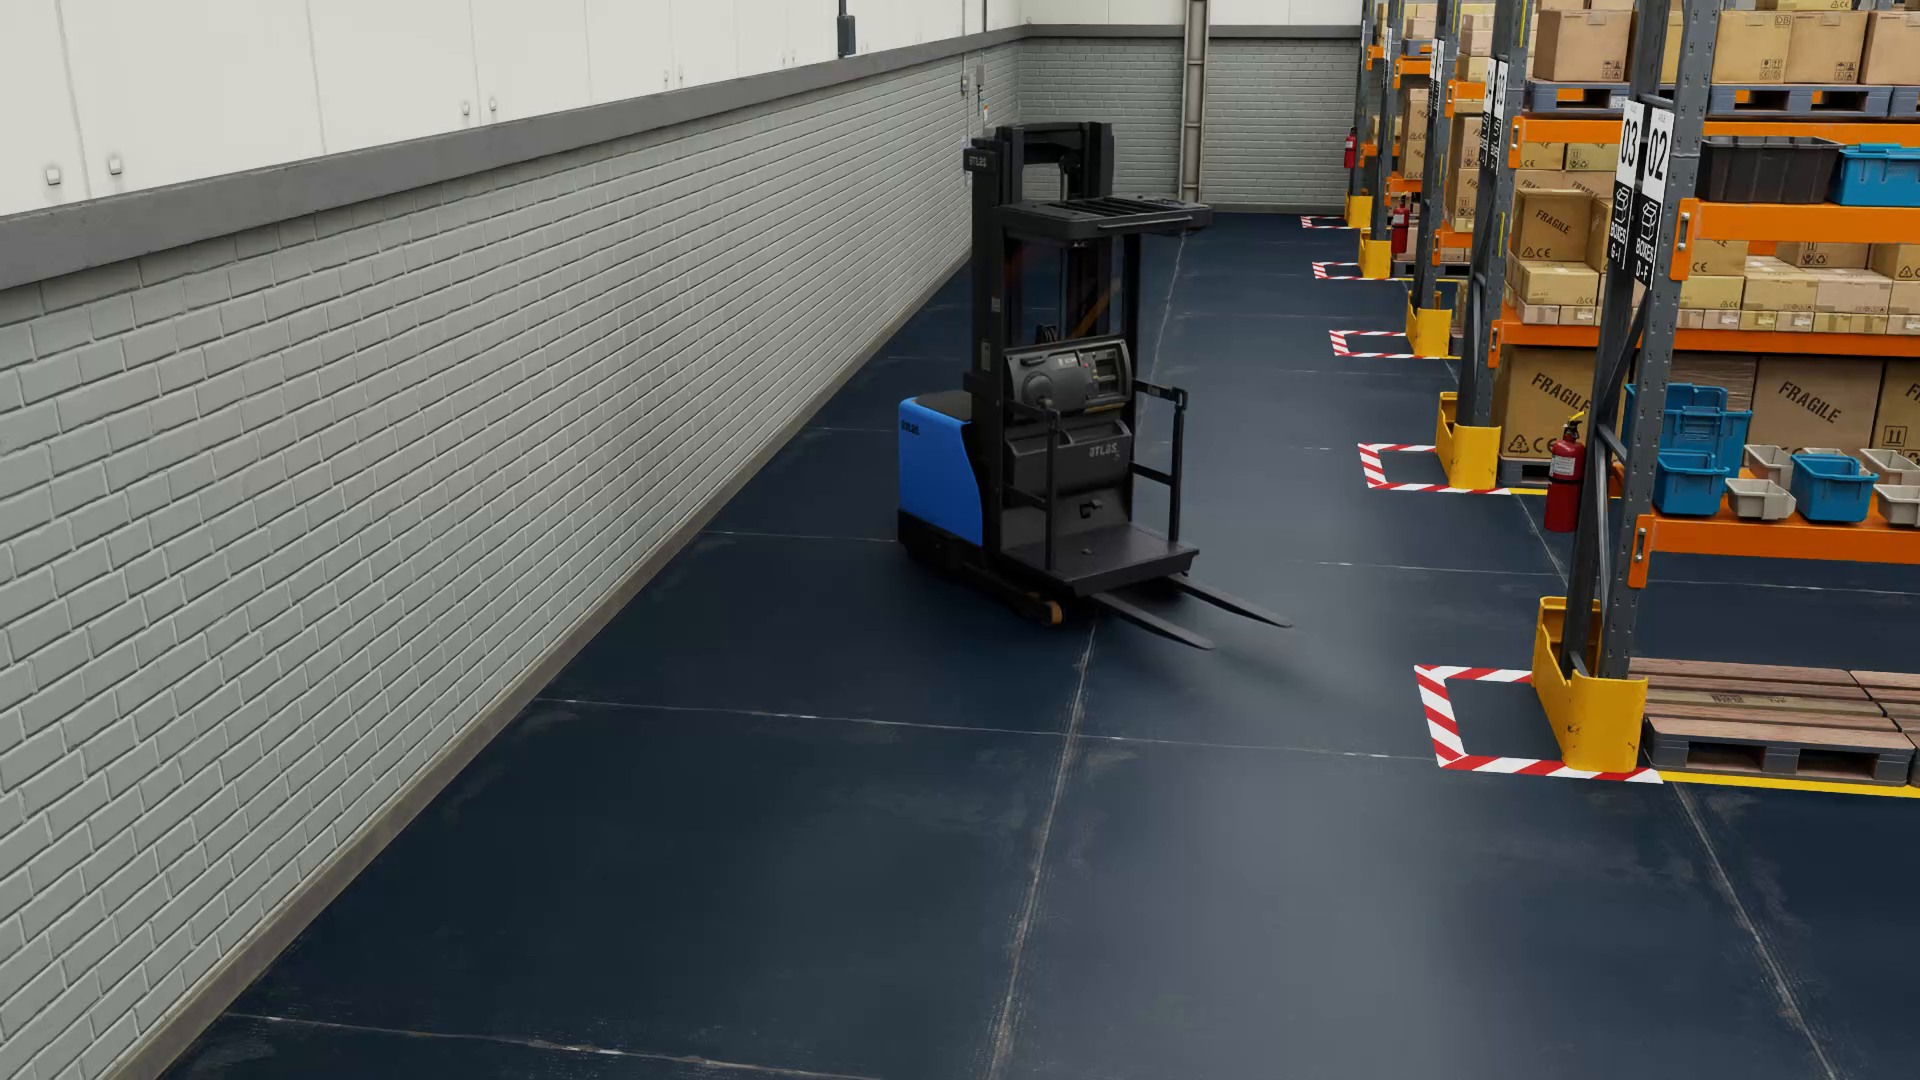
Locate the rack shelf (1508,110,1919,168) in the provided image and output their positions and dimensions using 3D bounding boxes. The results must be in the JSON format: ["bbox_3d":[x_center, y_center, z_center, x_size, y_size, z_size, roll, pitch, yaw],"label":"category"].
[{"bbox_3d":[6.095,-2.978,12.383,4.000,0.370,1.077,3,19,9],"label":"rack shelf"}]

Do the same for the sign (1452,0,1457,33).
[{"bbox_3d":[4.920,-5.213,16.552,0.005,0.325,0.100,3,19,9],"label":"sign"}]

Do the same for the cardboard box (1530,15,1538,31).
[{"bbox_3d":[5.795,-5.181,16.654,0.250,0.149,0.380,3,19,9],"label":"cardboard box"}]

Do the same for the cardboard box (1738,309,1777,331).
[{"bbox_3d":[5.937,-1.680,12.493,0.250,0.149,0.380,2,19,7],"label":"cardboard box"}]

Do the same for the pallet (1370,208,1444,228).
[{"bbox_3d":[7.338,-5.291,27.285,1.213,0.211,1.003,3,19,9],"label":"pallet"}]

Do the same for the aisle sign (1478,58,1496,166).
[{"bbox_3d":[4.096,-3.328,12.925,0.004,0.787,0.394,3,19,9],"label":"aisle sign"}]

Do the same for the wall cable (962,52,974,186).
[{"bbox_3d":[0.121,-5.875,22.985,0.123,1.953,0.585,3,19,9],"label":"wall cable"}]

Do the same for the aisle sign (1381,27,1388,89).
[{"bbox_3d":[5.670,-6.436,22.213,0.004,0.787,0.394,3,19,9],"label":"aisle sign"}]

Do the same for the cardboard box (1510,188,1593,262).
[{"bbox_3d":[4.643,-2.481,13.076,0.500,0.500,0.500,3,19,9],"label":"cardboard box"}]

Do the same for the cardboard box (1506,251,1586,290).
[{"bbox_3d":[4.640,-2.126,13.198,0.500,0.250,0.500,3,19,8],"label":"cardboard box"}]

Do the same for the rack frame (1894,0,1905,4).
[{"bbox_3d":[14.374,-9.100,24.817,0.127,3.000,1.000,3,19,9],"label":"rack frame"}]

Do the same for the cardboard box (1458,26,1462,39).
[{"bbox_3d":[6.577,-6.662,21.834,0.250,0.149,0.380,1,19,4],"label":"cardboard box"}]

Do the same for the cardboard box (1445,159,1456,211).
[{"bbox_3d":[5.491,-3.793,17.785,0.500,0.500,0.500,3,19,10],"label":"cardboard box"}]

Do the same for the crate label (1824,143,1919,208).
[{"bbox_3d":[4.194,-1.650,7.514,0.502,0.251,0.408,3,19,9],"label":"crate label"}]

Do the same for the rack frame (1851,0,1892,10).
[{"bbox_3d":[8.956,-6.190,16.121,0.127,3.000,1.000,3,19,9],"label":"rack frame"}]

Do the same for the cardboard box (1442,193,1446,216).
[{"bbox_3d":[7.902,-5.555,26.957,0.500,0.500,0.700,4,19,11],"label":"cardboard box"}]

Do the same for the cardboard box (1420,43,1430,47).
[{"bbox_3d":[7.267,-7.849,26.201,0.250,0.149,0.380,3,19,9],"label":"cardboard box"}]

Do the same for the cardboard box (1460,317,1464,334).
[{"bbox_3d":[5.473,-2.267,17.682,0.250,0.149,0.380,3,19,10],"label":"cardboard box"}]

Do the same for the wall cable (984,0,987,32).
[{"bbox_3d":[0.632,-9.269,25.265,0.133,3.039,2.988,3,19,9],"label":"wall cable"}]

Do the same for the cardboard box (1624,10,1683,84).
[{"bbox_3d":[5.178,-3.638,12.246,0.500,0.500,0.700,2,19,7],"label":"cardboard box"}]

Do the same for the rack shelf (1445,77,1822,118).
[{"bbox_3d":[6.981,-4.527,17.012,4.000,0.370,1.077,3,19,9],"label":"rack shelf"}]

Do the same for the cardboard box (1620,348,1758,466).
[{"bbox_3d":[5.663,-1.136,13.158,0.875,0.875,0.875,3,19,9],"label":"cardboard box"}]

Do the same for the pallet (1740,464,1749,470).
[{"bbox_3d":[6.123,-0.597,13.255,1.213,0.211,1.003,3,19,9],"label":"pallet"}]

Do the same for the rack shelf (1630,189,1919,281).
[{"bbox_3d":[5.309,-1.426,7.745,4.000,0.370,1.077,3,19,9],"label":"rack shelf"}]

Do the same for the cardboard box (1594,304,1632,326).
[{"bbox_3d":[4.924,-1.732,12.648,0.250,0.149,0.380,2,19,7],"label":"cardboard box"}]

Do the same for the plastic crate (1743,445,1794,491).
[{"bbox_3d":[4.168,-0.365,8.487,0.243,0.136,0.396,3,19,9],"label":"plastic crate"}]

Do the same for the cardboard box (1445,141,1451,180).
[{"bbox_3d":[6.624,-5.019,21.918,0.500,0.500,0.500,3,19,8],"label":"cardboard box"}]

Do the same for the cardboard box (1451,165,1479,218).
[{"bbox_3d":[5.406,-3.626,17.285,0.500,0.500,0.500,4,19,11],"label":"cardboard box"}]

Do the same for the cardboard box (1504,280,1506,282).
[{"bbox_3d":[6.084,-2.724,18.112,0.250,0.149,0.380,3,19,7],"label":"cardboard box"}]

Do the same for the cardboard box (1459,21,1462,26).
[{"bbox_3d":[7.879,-7.993,26.005,0.500,0.250,0.500,2,19,7],"label":"cardboard box"}]

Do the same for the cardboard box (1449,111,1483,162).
[{"bbox_3d":[5.498,-4.264,17.617,0.500,0.500,0.500,3,19,8],"label":"cardboard box"}]

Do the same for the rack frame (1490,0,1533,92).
[{"bbox_3d":[4.120,-4.842,12.094,0.127,3.000,1.000,3,19,9],"label":"rack frame"}]

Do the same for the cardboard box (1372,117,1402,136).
[{"bbox_3d":[6.881,-6.620,26.629,0.500,0.250,0.500,3,19,9],"label":"cardboard box"}]

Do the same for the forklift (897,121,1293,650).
[{"bbox_3d":[0.809,-1.025,10.248,1.130,2.935,3.031,-12,22,-32],"label":"forklift"}]

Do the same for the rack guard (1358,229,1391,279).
[{"bbox_3d":[5.668,-3.918,22.725,0.348,0.500,1.175,3,19,9],"label":"rack guard"}]

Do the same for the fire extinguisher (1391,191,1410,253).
[{"bbox_3d":[4.831,-3.490,18.216,0.183,0.674,0.296,3,19,9],"label":"fire extinguisher"}]

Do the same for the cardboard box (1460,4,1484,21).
[{"bbox_3d":[7.871,-8.233,25.935,0.500,0.250,0.500,3,19,8],"label":"cardboard box"}]

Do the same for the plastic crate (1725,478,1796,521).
[{"bbox_3d":[3.829,-0.192,7.969,0.298,0.136,0.250,3,19,9],"label":"plastic crate"}]

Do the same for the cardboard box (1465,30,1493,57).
[{"bbox_3d":[5.408,-5.031,16.832,0.500,0.250,0.500,3,19,10],"label":"cardboard box"}]

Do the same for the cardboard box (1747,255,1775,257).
[{"bbox_3d":[10.266,-4.086,21.975,0.875,0.875,0.875,4,19,10],"label":"cardboard box"}]

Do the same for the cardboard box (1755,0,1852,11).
[{"bbox_3d":[6.113,-3.965,12.039,0.500,0.250,0.500,2,19,7],"label":"cardboard box"}]

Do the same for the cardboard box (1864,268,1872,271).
[{"bbox_3d":[7.157,-1.998,12.816,0.500,0.250,0.500,3,19,8],"label":"cardboard box"}]

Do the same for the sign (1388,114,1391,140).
[{"bbox_3d":[5.598,-5.377,21.656,0.005,0.325,0.100,3,19,9],"label":"sign"}]

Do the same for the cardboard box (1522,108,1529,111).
[{"bbox_3d":[7.141,-5.463,21.670,0.500,0.500,0.500,3,19,8],"label":"cardboard box"}]

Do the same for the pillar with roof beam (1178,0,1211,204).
[{"bbox_3d":[3.273,-8.572,23.239,0.400,9.000,9.100,3,19,9],"label":"pillar with roof beam"}]

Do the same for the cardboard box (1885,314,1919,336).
[{"bbox_3d":[6.955,-1.629,12.339,0.250,0.149,0.380,3,19,10],"label":"cardboard box"}]

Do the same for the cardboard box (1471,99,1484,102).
[{"bbox_3d":[6.770,-5.779,21.593,0.250,0.149,0.380,2,19,7],"label":"cardboard box"}]

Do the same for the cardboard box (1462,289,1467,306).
[{"bbox_3d":[5.470,-2.543,17.569,0.250,0.149,0.380,2,19,6],"label":"cardboard box"}]

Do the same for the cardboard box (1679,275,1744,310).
[{"bbox_3d":[5.561,-1.908,12.546,0.500,0.250,0.500,2,19,7],"label":"cardboard box"}]

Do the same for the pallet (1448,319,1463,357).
[{"bbox_3d":[5.878,-2.168,17.950,1.213,0.211,1.003,3,19,9],"label":"pallet"}]
